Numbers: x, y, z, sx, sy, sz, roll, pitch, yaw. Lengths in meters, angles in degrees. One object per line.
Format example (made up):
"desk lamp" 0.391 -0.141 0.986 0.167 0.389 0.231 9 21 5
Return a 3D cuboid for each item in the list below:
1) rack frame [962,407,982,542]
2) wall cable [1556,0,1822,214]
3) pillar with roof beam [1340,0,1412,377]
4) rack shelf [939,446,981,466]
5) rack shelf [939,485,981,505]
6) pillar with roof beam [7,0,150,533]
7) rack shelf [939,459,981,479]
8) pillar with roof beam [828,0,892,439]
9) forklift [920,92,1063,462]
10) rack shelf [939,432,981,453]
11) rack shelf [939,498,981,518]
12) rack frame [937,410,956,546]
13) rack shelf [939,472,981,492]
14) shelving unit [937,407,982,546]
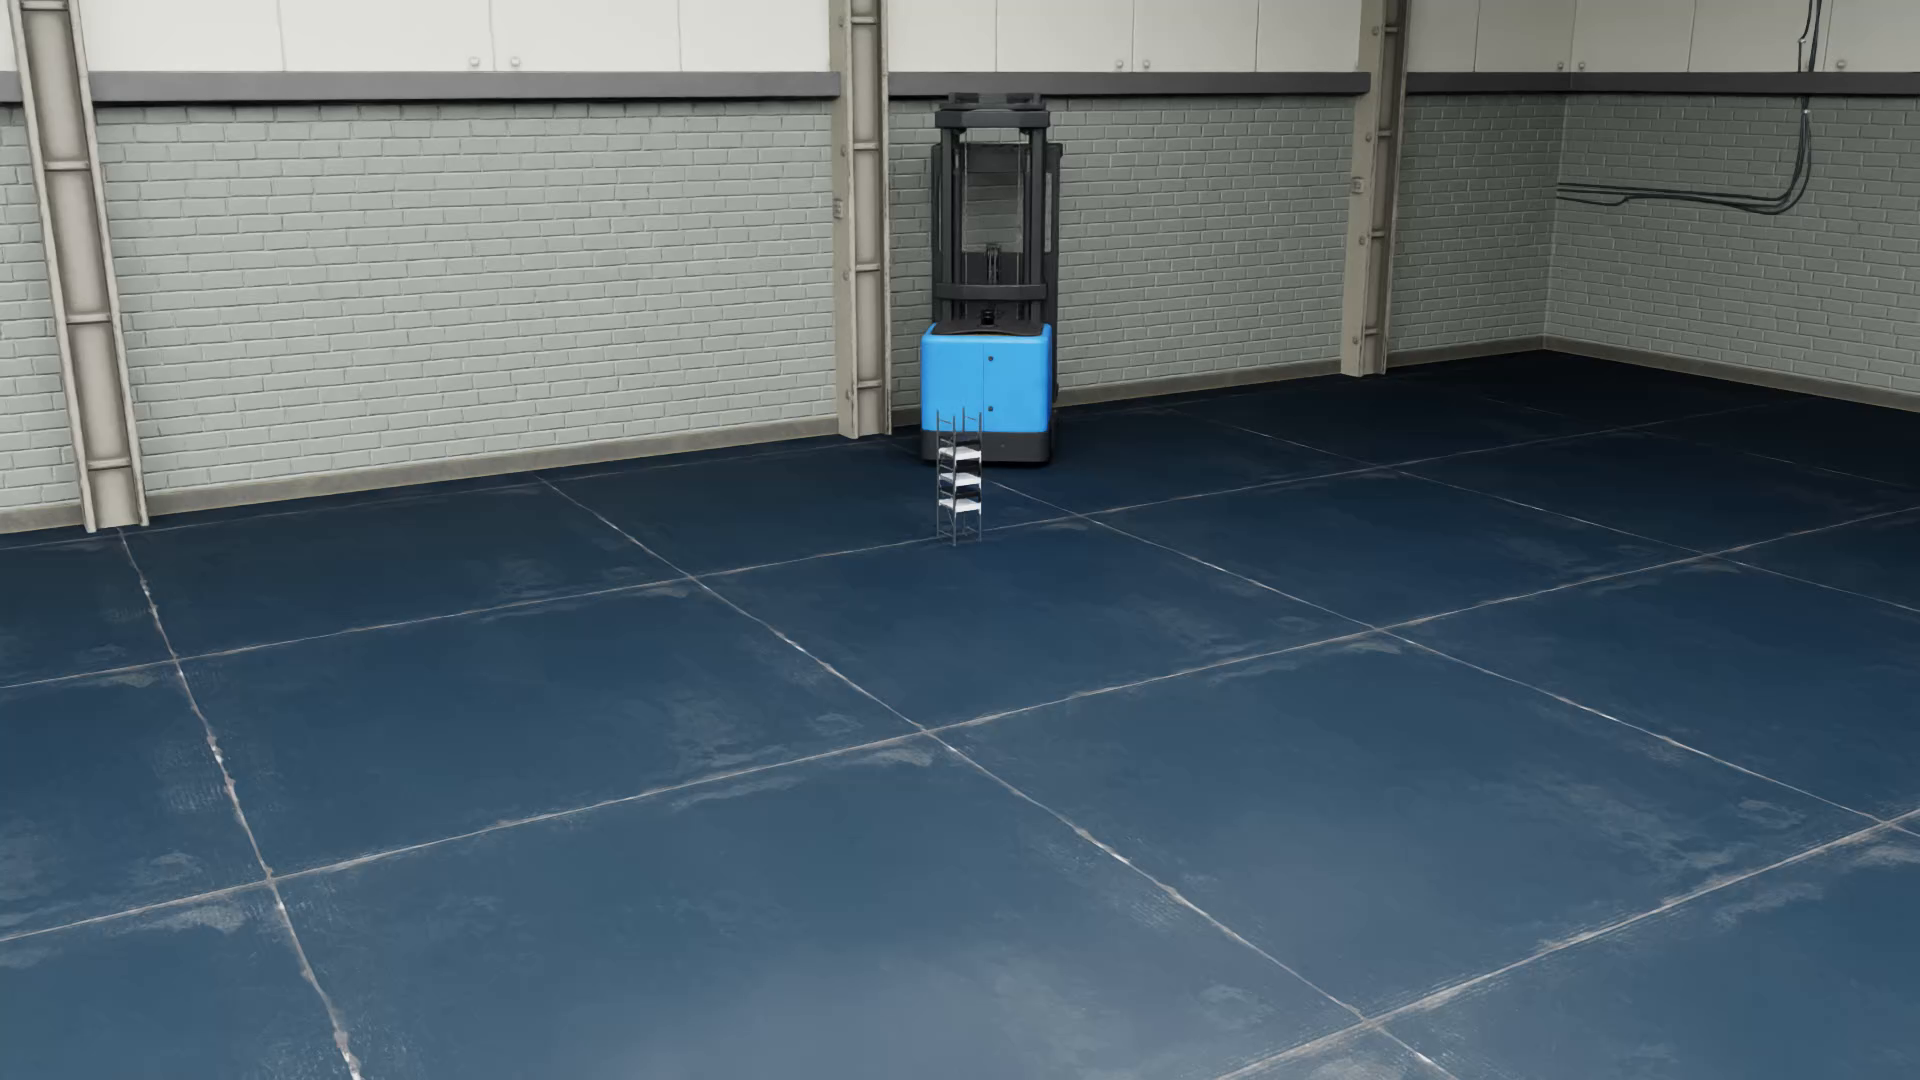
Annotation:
"rack frame" 0.080 -0.446 11.335 0.006 0.900 0.240 -9 18 -30
"wall cable" 7.502 -4.722 17.337 0.112 2.526 3.097 -9 18 -30
"pillar with roof beam" 6.513 -5.118 12.995 0.400 9.000 9.100 -9 18 -30
"rack shelf" -0.007 -0.573 11.245 0.200 0.077 0.258 -9 18 -30
"rack shelf" -0.007 -0.313 11.318 0.200 0.077 0.258 -9 18 -30
"pillar with roof beam" -3.773 -3.450 7.045 0.400 9.000 9.100 -9 18 -30
"rack shelf" -0.007 -0.487 11.269 0.200 0.077 0.258 -9 18 -30
"pillar with roof beam" 1.370 -4.284 10.020 0.400 9.000 9.100 -9 18 -30
"forklift" 0.322 -2.387 14.496 1.130 2.935 3.031 1 16 5
"rack shelf" -0.007 -0.660 11.220 0.200 0.077 0.258 -9 18 -30
"rack shelf" -0.007 -0.227 11.342 0.200 0.077 0.258 -9 18 -30
"rack frame" -0.094 -0.418 11.234 0.006 0.900 0.240 -9 18 -30
"rack shelf" -0.007 -0.400 11.293 0.200 0.077 0.258 -9 18 -30
"shelving unit" -0.007 -0.432 11.284 0.210 0.900 0.258 -9 18 -30
